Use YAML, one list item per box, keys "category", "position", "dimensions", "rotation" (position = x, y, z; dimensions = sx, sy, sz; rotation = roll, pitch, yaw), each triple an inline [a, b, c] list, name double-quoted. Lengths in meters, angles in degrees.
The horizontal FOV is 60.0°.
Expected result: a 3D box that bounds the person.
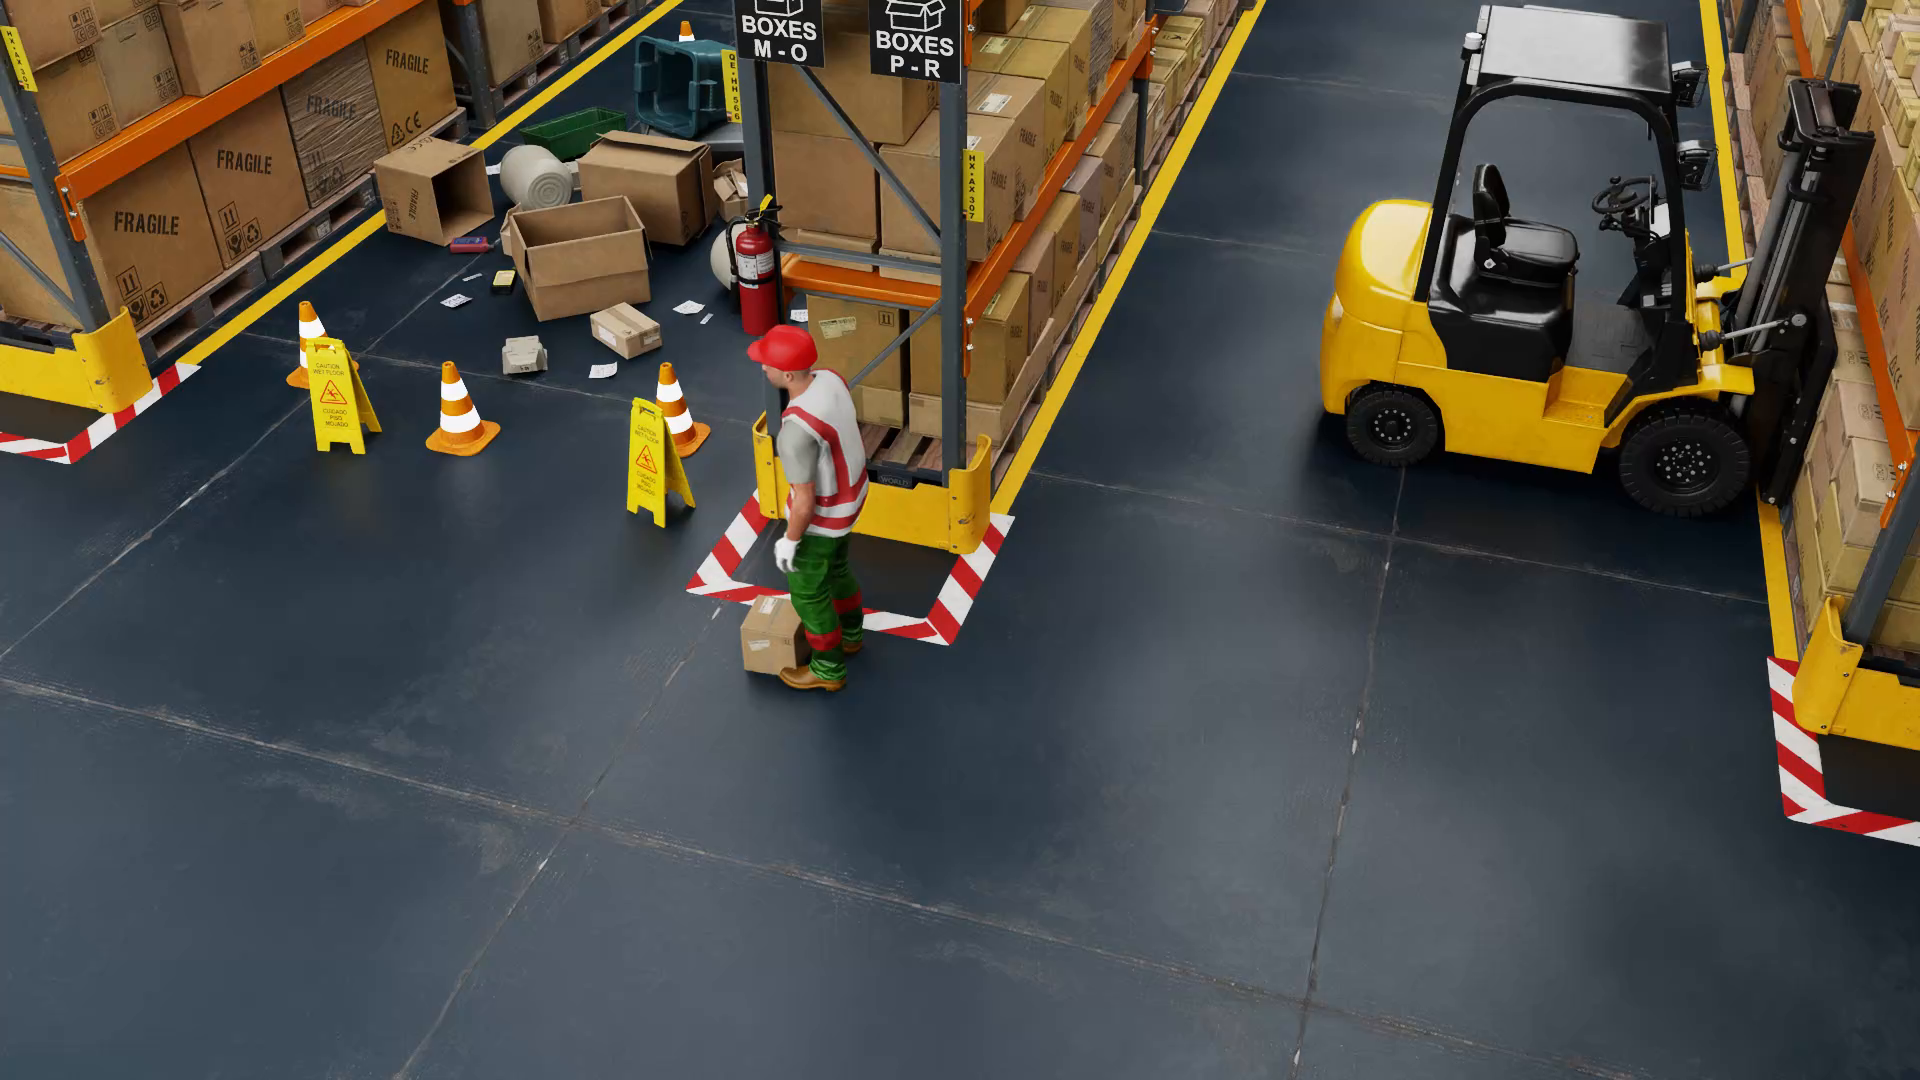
- category: "person"
  position: [-0.619, -0.126, 7.047]
  dimensions: [0.446, 1.780, 0.623]
  rotation: [9, 38, 12]
